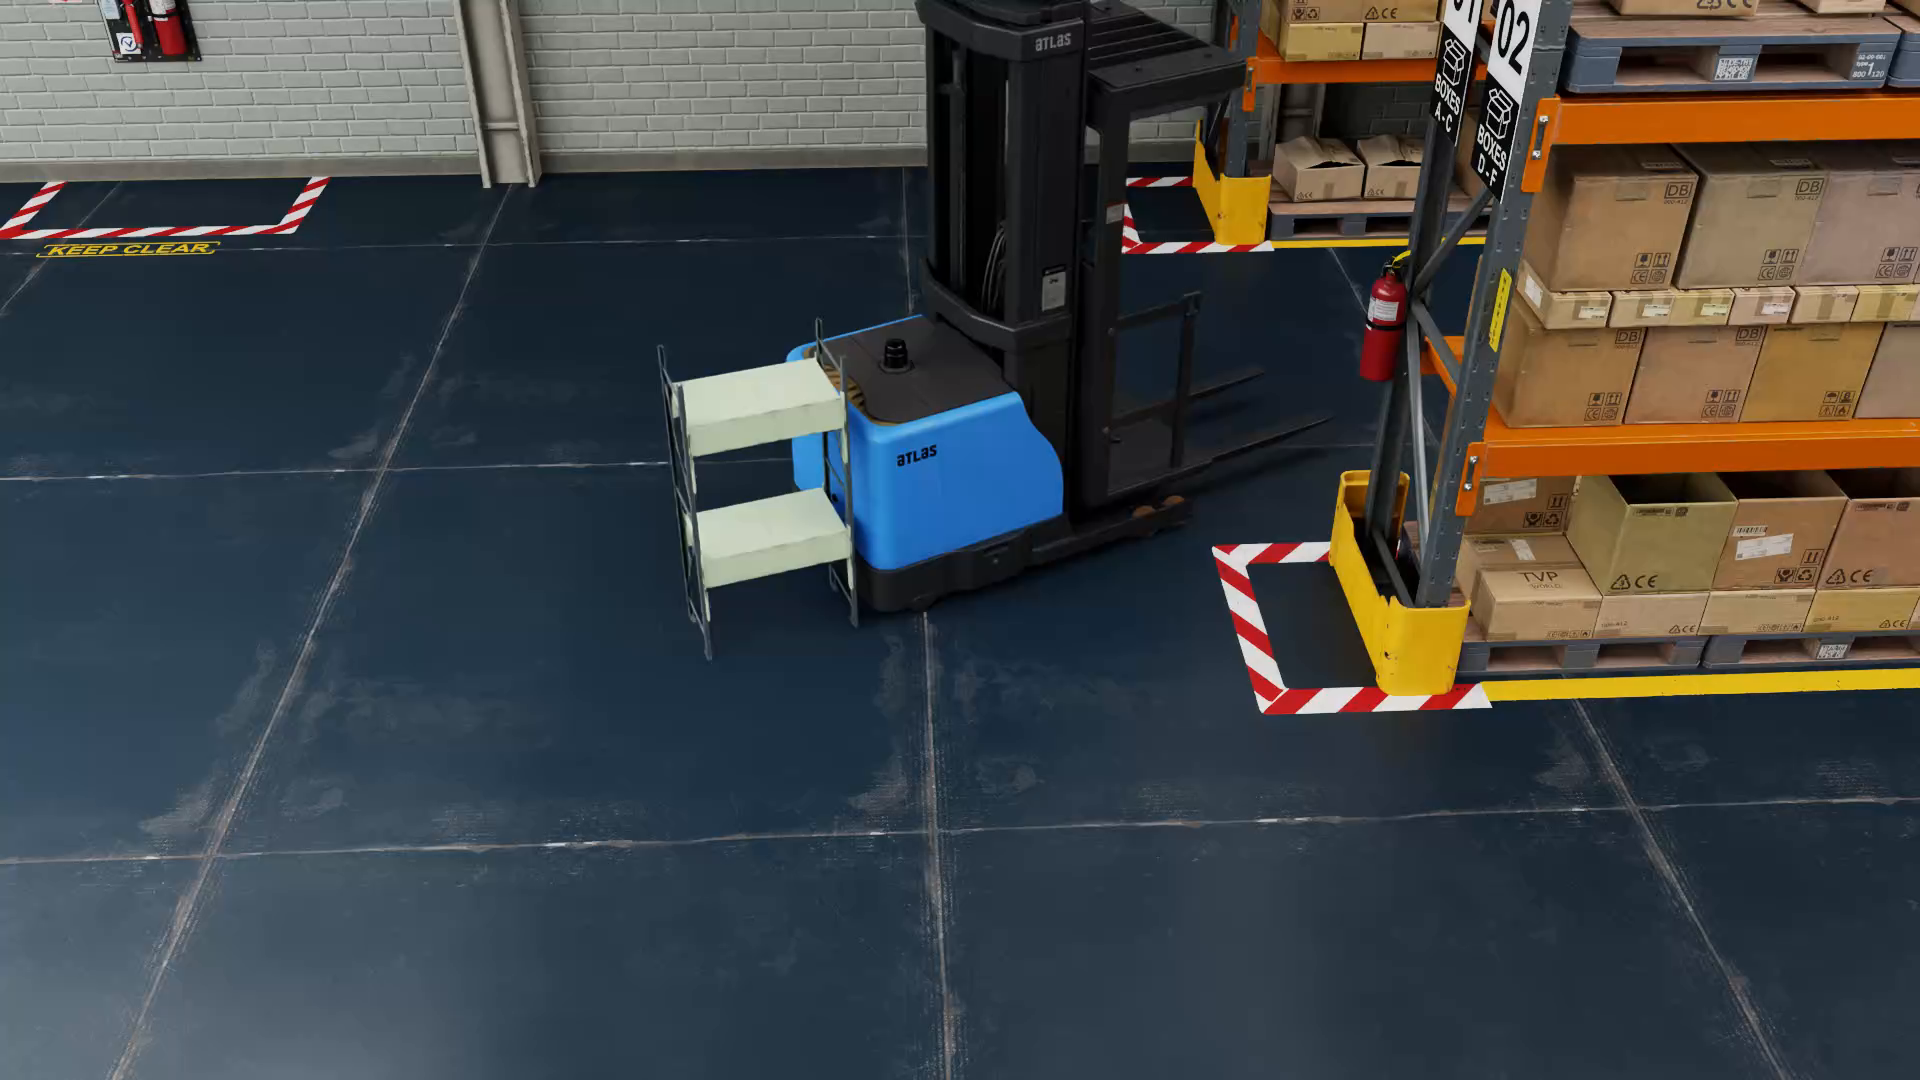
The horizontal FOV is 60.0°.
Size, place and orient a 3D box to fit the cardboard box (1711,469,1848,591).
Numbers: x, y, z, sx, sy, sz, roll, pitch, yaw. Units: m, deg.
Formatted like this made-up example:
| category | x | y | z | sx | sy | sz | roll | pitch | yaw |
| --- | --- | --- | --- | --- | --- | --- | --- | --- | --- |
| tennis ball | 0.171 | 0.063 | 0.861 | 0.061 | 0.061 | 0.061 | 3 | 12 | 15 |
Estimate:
| category | x | y | z | sx | sy | sz | roll | pitch | yaw |
| --- | --- | --- | --- | --- | --- | --- | --- | --- | --- |
| cardboard box | 3.680 | -0.117 | 7.708 | 0.500 | 0.500 | 0.500 | -2 | 35 | -2 |

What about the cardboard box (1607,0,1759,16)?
| category | x | y | z | sx | sy | sz | roll | pitch | yaw |
| --- | --- | --- | --- | --- | --- | --- | --- | --- | --- |
| cardboard box | 2.710 | -2.363 | 6.346 | 0.637 | 0.503 | 0.797 | 1 | 35 | 1 |

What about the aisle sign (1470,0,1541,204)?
| category | x | y | z | sx | sy | sz | roll | pitch | yaw |
| --- | --- | --- | --- | --- | --- | --- | --- | --- | --- |
| aisle sign | 2.084 | -1.736 | 6.375 | 0.004 | 0.787 | 0.394 | -2 | 35 | -2 |

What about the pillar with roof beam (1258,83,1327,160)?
| category | x | y | z | sx | sy | sz | roll | pitch | yaw |
| --- | --- | --- | --- | --- | --- | --- | --- | --- | --- |
| pillar with roof beam | 2.759 | -4.189 | 6.932 | 0.400 | 9.000 | 9.100 | -2 | 35 | -2 |

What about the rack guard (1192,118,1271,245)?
| category | x | y | z | sx | sy | sz | roll | pitch | yaw |
| --- | --- | --- | --- | --- | --- | --- | --- | --- | --- |
| rack guard | 1.973 | -2.633 | 12.152 | 0.348 | 0.500 | 1.175 | -2 | 35 | -2 |

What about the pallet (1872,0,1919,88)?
| category | x | y | z | sx | sy | sz | roll | pitch | yaw |
| --- | --- | --- | --- | --- | --- | --- | --- | --- | --- |
| pallet | 4.064 | -2.079 | 6.597 | 1.213 | 0.211 | 1.003 | -2 | 35 | -2 |

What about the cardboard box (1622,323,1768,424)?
| category | x | y | z | sx | sy | sz | roll | pitch | yaw |
| --- | --- | --- | --- | --- | --- | --- | --- | --- | --- |
| cardboard box | 3.127 | -0.907 | 7.373 | 0.500 | 0.500 | 0.700 | -1 | 35 | -1 |

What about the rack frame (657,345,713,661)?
| category | x | y | z | sx | sy | sz | roll | pitch | yaw |
| --- | --- | --- | --- | --- | --- | --- | --- | --- | --- |
| rack frame | -1.265 | -0.144 | 7.677 | 0.023 | 1.500 | 0.400 | -12 | 37 | -17 |

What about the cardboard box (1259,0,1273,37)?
| category | x | y | z | sx | sy | sz | roll | pitch | yaw |
| --- | --- | --- | --- | --- | --- | --- | --- | --- | --- |
| cardboard box | 2.355 | -3.728 | 11.652 | 0.500 | 0.250 | 0.500 | -1 | 35 | -2 |

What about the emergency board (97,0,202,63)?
| category | x | y | z | sx | sy | sz | roll | pitch | yaw |
| --- | --- | --- | --- | --- | --- | --- | --- | --- | --- |
| emergency board | -5.908 | -3.963 | 11.877 | 0.643 | 1.169 | 0.194 | -2 | 35 | -2 |

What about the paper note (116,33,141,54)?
| category | x | y | z | sx | sy | sz | roll | pitch | yaw |
| --- | --- | --- | --- | --- | --- | --- | --- | --- | --- |
| paper note | -6.088 | -3.635 | 12.177 | 0.142 | 0.148 | 0.016 | -2 | 35 | -2 |

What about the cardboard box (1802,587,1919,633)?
| category | x | y | z | sx | sy | sz | roll | pitch | yaw |
| --- | --- | --- | --- | --- | --- | --- | --- | --- | --- |
| cardboard box | 4.180 | 0.187 | 7.927 | 0.500 | 0.250 | 0.500 | -2 | 35 | -2 |

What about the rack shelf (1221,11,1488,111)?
| category | x | y | z | sx | sy | sz | roll | pitch | yaw |
| --- | --- | --- | --- | --- | --- | --- | --- | --- | --- |
| rack shelf | 3.895 | -3.417 | 11.720 | 4.000 | 0.370 | 1.077 | -2 | 35 | -2 |

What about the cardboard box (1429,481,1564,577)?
| category | x | y | z | sx | sy | sz | roll | pitch | yaw |
| --- | --- | --- | --- | --- | --- | --- | --- | --- | --- |
| cardboard box | 2.657 | -0.068 | 8.296 | 0.500 | 0.250 | 0.500 | -2 | 35 | -2 |

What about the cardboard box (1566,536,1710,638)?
| category | x | y | z | sx | sy | sz | roll | pitch | yaw |
| --- | --- | --- | --- | --- | --- | --- | --- | --- | --- |
| cardboard box | 3.181 | 0.211 | 7.893 | 0.500 | 0.250 | 0.500 | -2 | 35 | -2 |

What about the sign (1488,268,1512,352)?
| category | x | y | z | sx | sy | sz | roll | pitch | yaw |
| --- | --- | --- | --- | --- | --- | --- | --- | --- | --- |
| sign | 2.156 | -0.916 | 6.644 | 0.005 | 0.325 | 0.100 | -2 | 35 | -2 |

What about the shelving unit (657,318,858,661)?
| category | x | y | z | sx | sy | sz | roll | pitch | yaw |
| --- | --- | --- | --- | --- | --- | --- | --- | --- | --- |
| shelving unit | -0.924 | -0.219 | 7.785 | 0.755 | 1.500 | 0.431 | -12 | 37 | -17 |

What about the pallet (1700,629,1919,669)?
| category | x | y | z | sx | sy | sz | roll | pitch | yaw |
| --- | --- | --- | --- | --- | --- | --- | --- | --- | --- |
| pallet | 4.113 | 0.228 | 8.272 | 1.213 | 0.211 | 1.003 | -2 | 35 | -2 |

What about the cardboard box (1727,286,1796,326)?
| category | x | y | z | sx | sy | sz | roll | pitch | yaw |
| --- | --- | --- | --- | --- | --- | --- | --- | --- | --- |
| cardboard box | 3.303 | -1.060 | 7.023 | 0.250 | 0.149 | 0.380 | -2 | 35 | -3 |

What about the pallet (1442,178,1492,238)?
| category | x | y | z | sx | sy | sz | roll | pitch | yaw |
| --- | --- | --- | --- | --- | --- | --- | --- | --- | --- |
| pallet | 4.002 | -2.547 | 12.282 | 1.213 | 0.211 | 1.003 | -2 | 35 | -2 |

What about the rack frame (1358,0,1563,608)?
| category | x | y | z | sx | sy | sz | roll | pitch | yaw |
| --- | --- | --- | --- | --- | --- | --- | --- | --- | --- |
| rack frame | 2.135 | -0.843 | 7.369 | 0.127 | 3.000 | 1.000 | -2 | 35 | -2 |

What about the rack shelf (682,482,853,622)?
| category | x | y | z | sx | sy | sz | roll | pitch | yaw |
| --- | --- | --- | --- | --- | --- | --- | --- | --- | --- |
| rack shelf | -0.924 | 0.049 | 7.971 | 0.720 | 0.370 | 0.431 | -12 | 37 | -17 |

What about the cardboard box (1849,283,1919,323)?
| category | x | y | z | sx | sy | sz | roll | pitch | yaw |
| --- | --- | --- | --- | --- | --- | --- | --- | --- | --- |
| cardboard box | 3.824 | -1.075 | 7.046 | 0.250 | 0.149 | 0.380 | -2 | 35 | -3 |

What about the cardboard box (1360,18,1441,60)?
| category | x | y | z | sx | sy | sz | roll | pitch | yaw |
| --- | --- | --- | --- | --- | --- | --- | --- | --- | --- |
| cardboard box | 2.918 | -3.460 | 11.265 | 0.500 | 0.250 | 0.500 | -3 | 35 | -4 |

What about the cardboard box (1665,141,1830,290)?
| category | x | y | z | sx | sy | sz | roll | pitch | yaw |
| --- | --- | --- | --- | --- | --- | --- | --- | --- | --- |
| cardboard box | 3.180 | -1.442 | 7.006 | 0.500 | 0.500 | 0.700 | -2 | 35 | -3 |

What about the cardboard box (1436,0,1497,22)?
| category | x | y | z | sx | sy | sz | roll | pitch | yaw |
| --- | --- | --- | --- | --- | --- | --- | --- | --- | --- |
| cardboard box | 3.399 | -3.774 | 11.059 | 0.500 | 0.500 | 0.500 | -3 | 35 | -4 |

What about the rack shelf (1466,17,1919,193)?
| category | x | y | z | sx | sy | sz | roll | pitch | yaw |
| --- | --- | --- | --- | --- | --- | --- | --- | --- | --- |
| rack shelf | 4.133 | -1.835 | 6.798 | 4.000 | 0.370 | 1.077 | -2 | 35 | -2 |

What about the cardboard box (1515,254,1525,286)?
| category | x | y | z | sx | sy | sz | roll | pitch | yaw |
| --- | --- | --- | --- | --- | --- | --- | --- | --- | --- |
| cardboard box | 2.508 | -1.270 | 7.327 | 0.250 | 0.149 | 0.380 | -2 | 35 | -3 |

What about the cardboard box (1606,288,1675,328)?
| category | x | y | z | sx | sy | sz | roll | pitch | yaw |
| --- | --- | --- | --- | --- | --- | --- | --- | --- | --- |
| cardboard box | 2.801 | -1.048 | 7.007 | 0.250 | 0.149 | 0.380 | -2 | 35 | -3 |

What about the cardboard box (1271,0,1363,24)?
| category | x | y | z | sx | sy | sz | roll | pitch | yaw |
| --- | --- | --- | --- | --- | --- | --- | --- | --- | --- |
| cardboard box | 2.388 | -3.756 | 11.033 | 0.500 | 0.500 | 0.500 | -1 | 35 | -2 |

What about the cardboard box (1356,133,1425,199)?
| category | x | y | z | sx | sy | sz | roll | pitch | yaw |
| --- | --- | --- | --- | --- | --- | --- | --- | --- | --- |
| cardboard box | 3.162 | -2.717 | 12.053 | 0.500 | 0.311 | 0.500 | 1 | 35 | 2 |

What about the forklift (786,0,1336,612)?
| category | x | y | z | sx | sy | sz | roll | pitch | yaw |
| --- | --- | --- | --- | --- | --- | --- | --- | --- | --- |
| forklift | 0.654 | -1.462 | 8.323 | 3.031 | 2.935 | 1.130 | -18 | 39 | -24 |

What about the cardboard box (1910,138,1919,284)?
| category | x | y | z | sx | sy | sz | roll | pitch | yaw |
| --- | --- | --- | --- | --- | --- | --- | --- | --- | --- |
| cardboard box | 4.184 | -1.470 | 7.046 | 0.500 | 0.500 | 0.700 | -2 | 35 | -2 |

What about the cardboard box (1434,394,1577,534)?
| category | x | y | z | sx | sy | sz | roll | pitch | yaw |
| --- | --- | --- | --- | --- | --- | --- | --- | --- | --- |
| cardboard box | 2.657 | -0.377 | 8.084 | 0.500 | 0.500 | 0.500 | -2 | 35 | -2 |

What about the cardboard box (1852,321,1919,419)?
| category | x | y | z | sx | sy | sz | roll | pitch | yaw |
| --- | --- | --- | --- | --- | --- | --- | --- | --- | --- |
| cardboard box | 4.149 | -0.933 | 7.411 | 0.500 | 0.500 | 0.700 | -1 | 35 | -1 |
